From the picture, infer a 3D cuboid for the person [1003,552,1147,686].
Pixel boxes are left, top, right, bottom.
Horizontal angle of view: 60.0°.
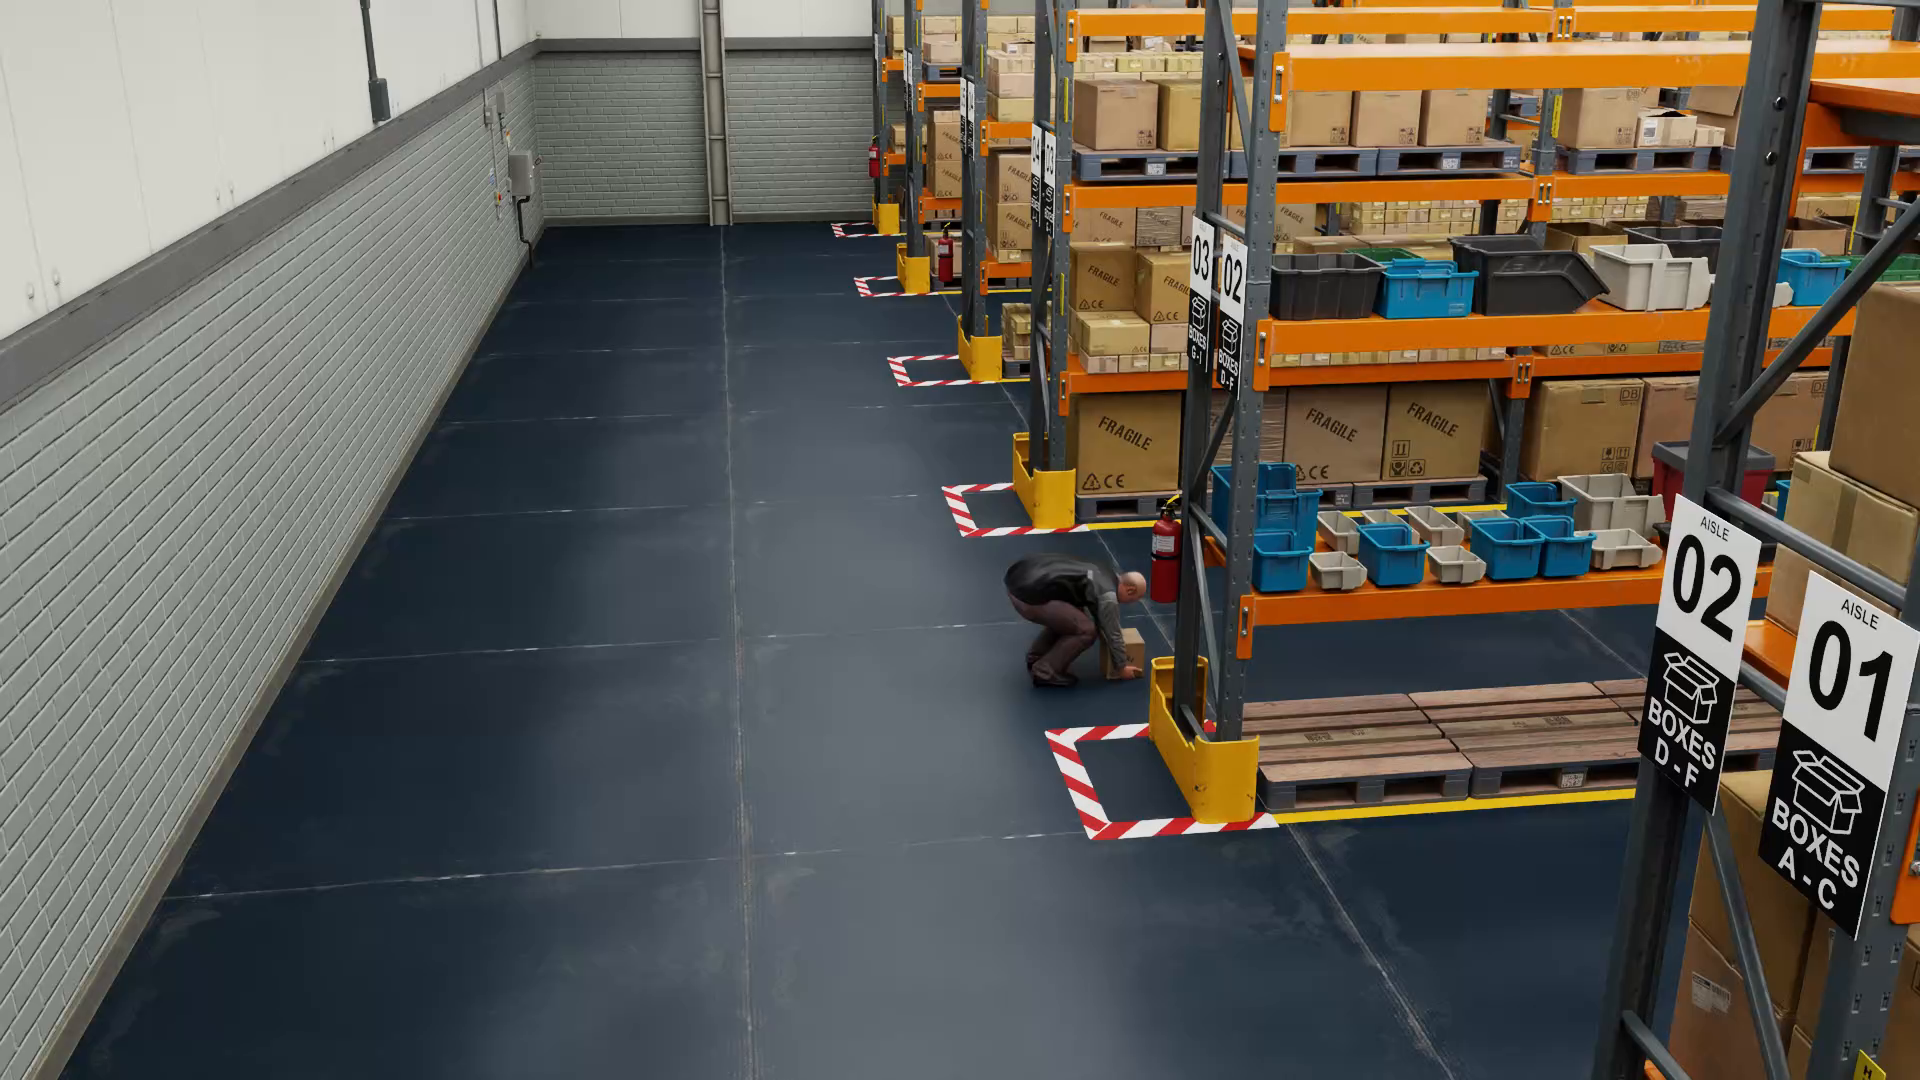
[{"bbox_3d":[0.769,0.495,11.020,0.952,0.884,0.519,-4,20,-10],"label":"person"}]
